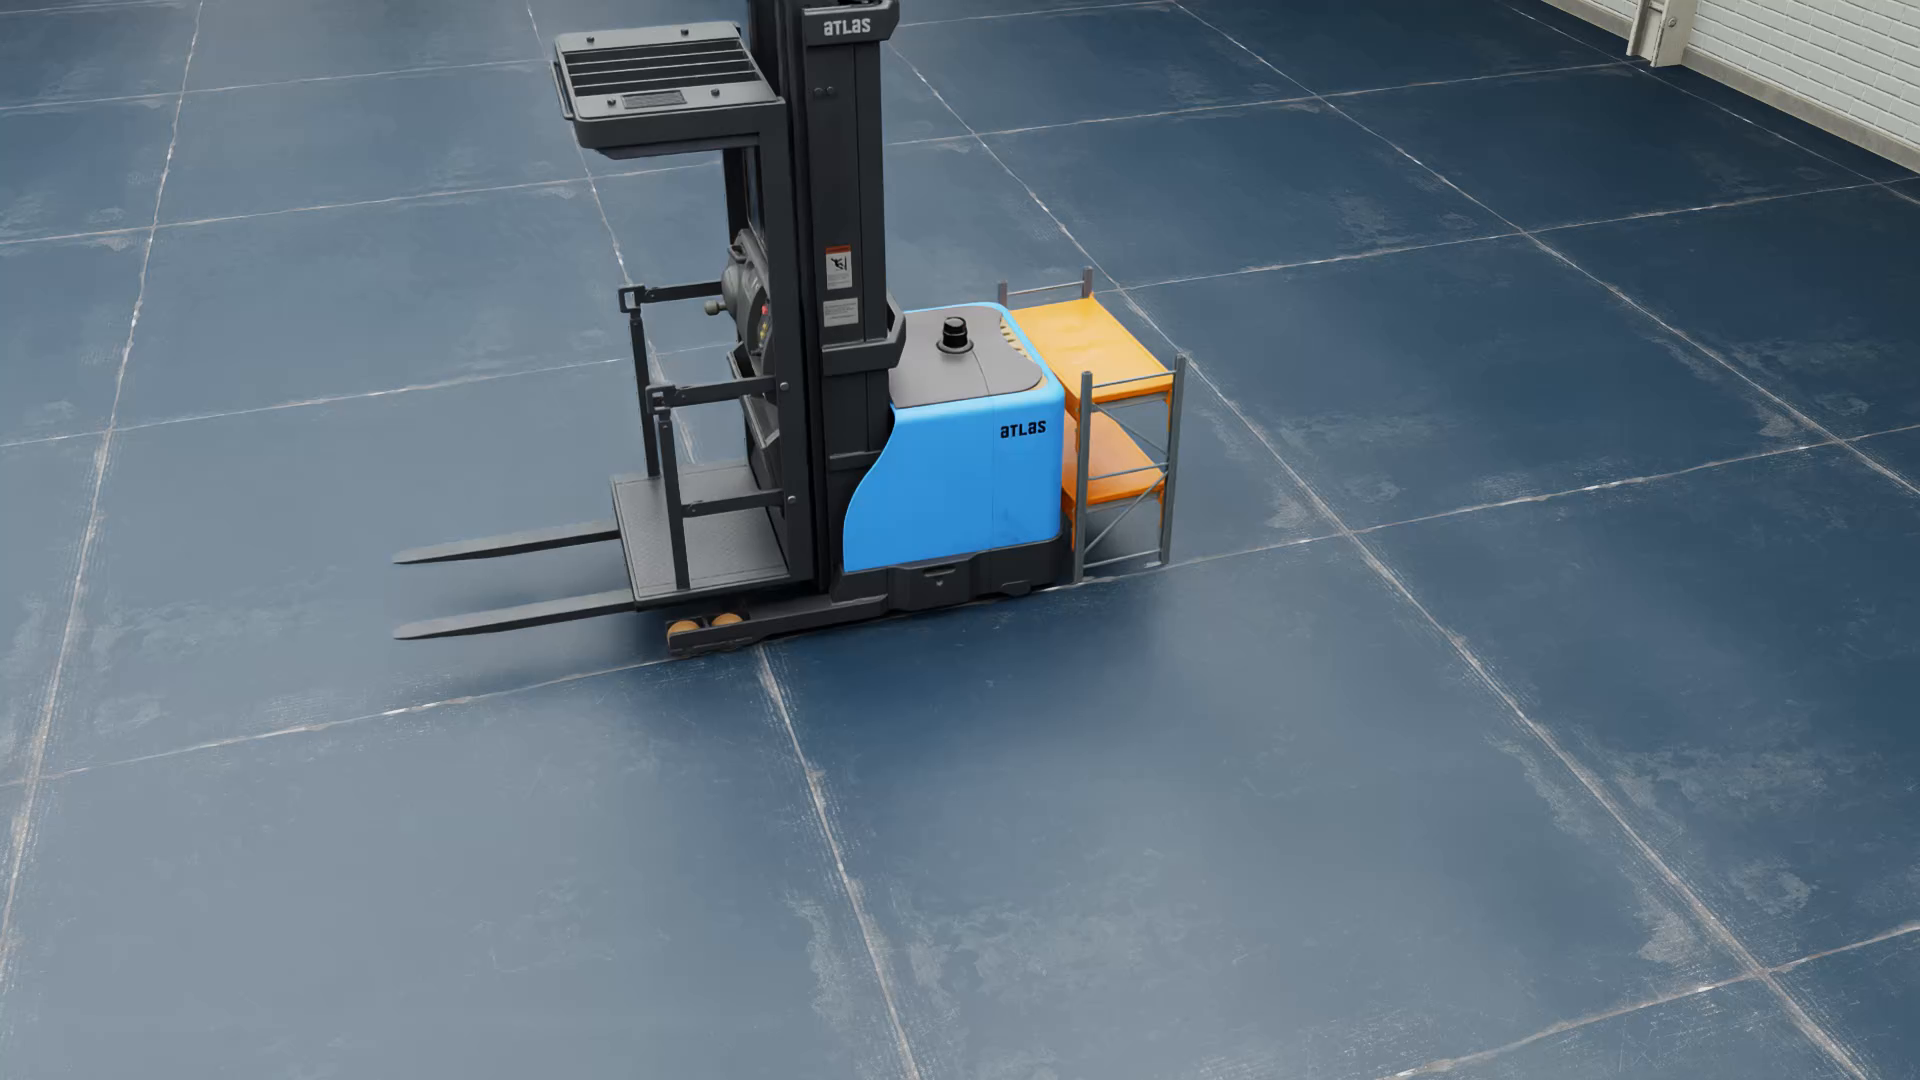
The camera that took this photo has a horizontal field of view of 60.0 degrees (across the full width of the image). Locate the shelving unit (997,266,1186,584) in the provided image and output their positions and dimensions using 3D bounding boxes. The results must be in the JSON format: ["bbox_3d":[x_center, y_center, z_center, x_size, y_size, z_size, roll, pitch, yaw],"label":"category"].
[{"bbox_3d":[0.598,-0.577,8.103,0.538,1.125,1.048,-12,35,-17],"label":"shelving unit"}]

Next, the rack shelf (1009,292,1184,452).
[{"bbox_3d":[0.598,-0.821,7.941,0.538,0.278,1.000,-12,35,-17],"label":"rack shelf"}]

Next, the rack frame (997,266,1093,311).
[{"bbox_3d":[0.421,-0.839,8.500,0.500,1.125,0.032,-12,35,-17],"label":"rack frame"}]

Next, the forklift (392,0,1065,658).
[{"bbox_3d":[-1.096,-1.019,7.134,3.031,2.935,1.130,-9,35,-13],"label":"forklift"}]

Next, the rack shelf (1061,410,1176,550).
[{"bbox_3d":[0.598,-0.373,8.237,0.538,0.278,1.000,-12,35,-17],"label":"rack shelf"}]

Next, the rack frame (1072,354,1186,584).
[{"bbox_3d":[0.775,-0.314,7.705,0.500,1.125,0.032,-12,35,-17],"label":"rack frame"}]

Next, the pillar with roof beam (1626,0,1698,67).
[{"bbox_3d":[2.031,-7.279,11.103,9.100,9.000,0.400,-10,35,-15],"label":"pillar with roof beam"}]
